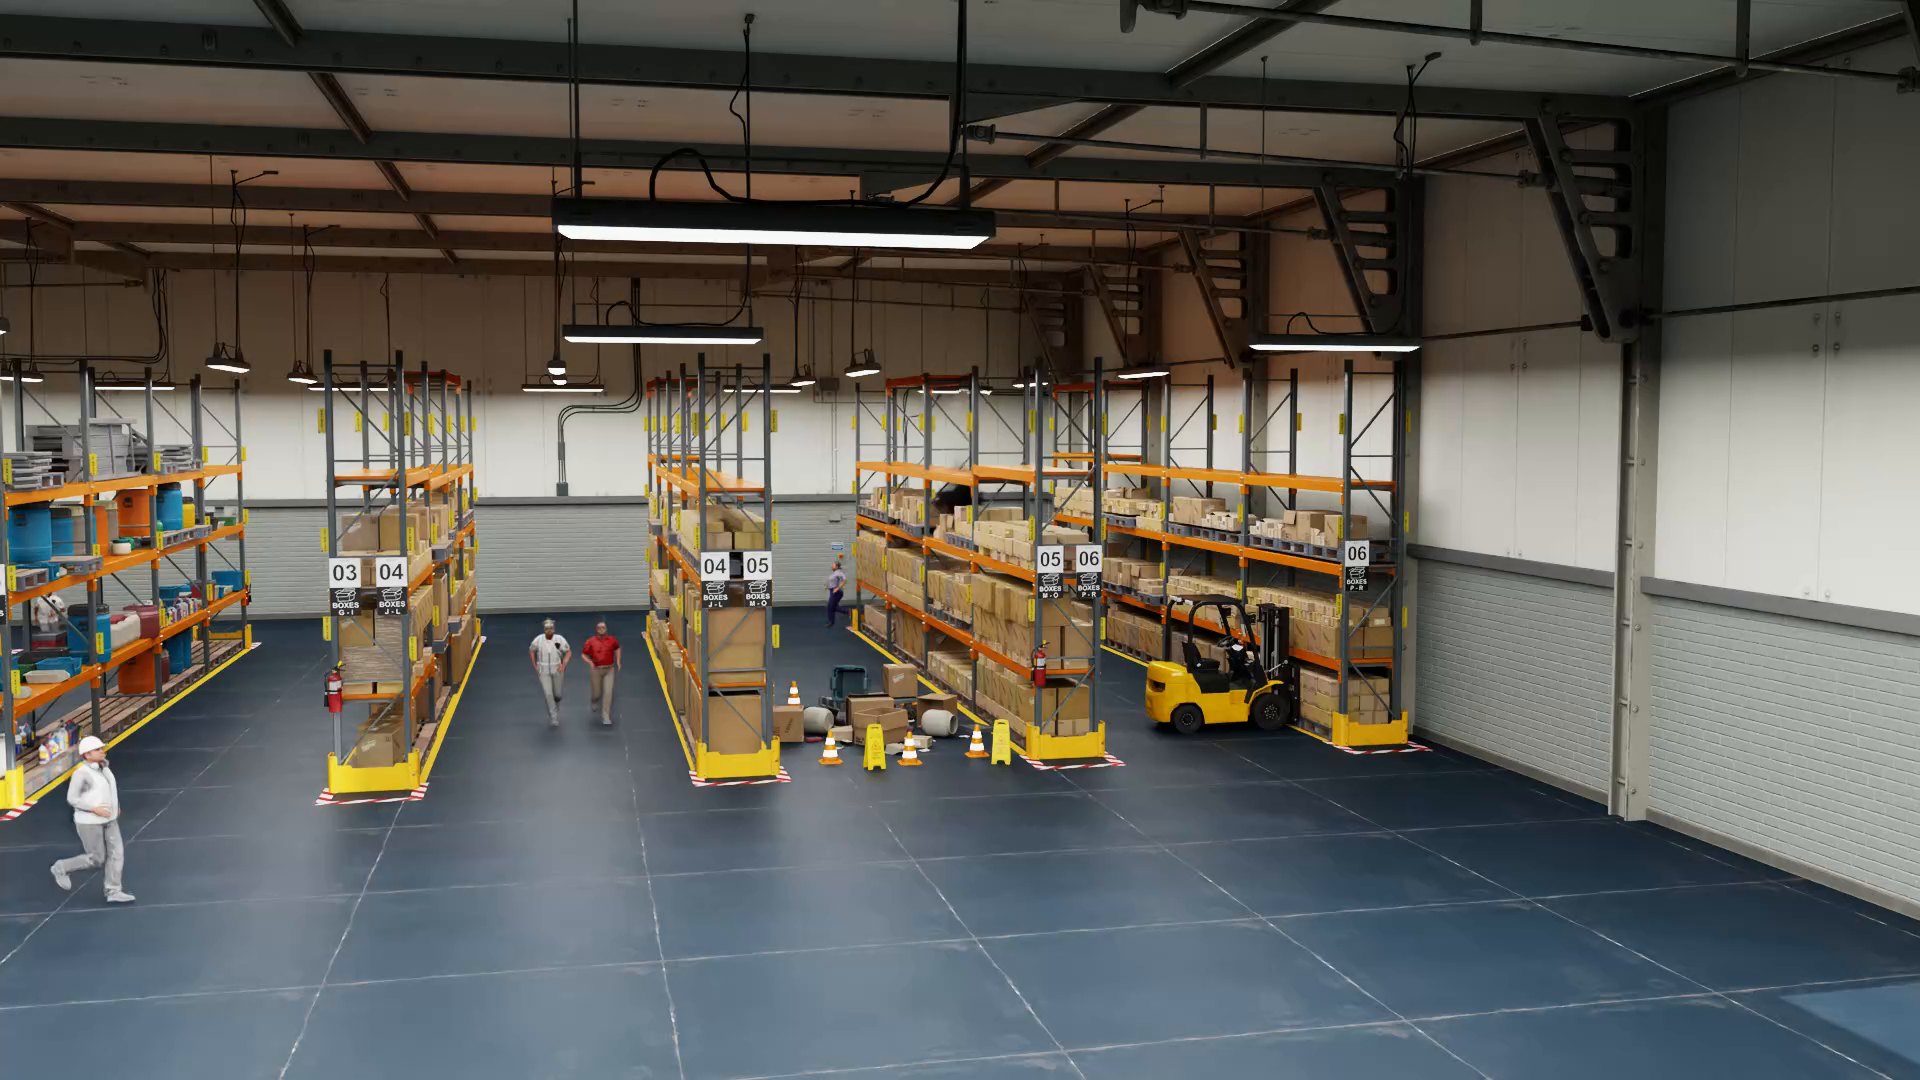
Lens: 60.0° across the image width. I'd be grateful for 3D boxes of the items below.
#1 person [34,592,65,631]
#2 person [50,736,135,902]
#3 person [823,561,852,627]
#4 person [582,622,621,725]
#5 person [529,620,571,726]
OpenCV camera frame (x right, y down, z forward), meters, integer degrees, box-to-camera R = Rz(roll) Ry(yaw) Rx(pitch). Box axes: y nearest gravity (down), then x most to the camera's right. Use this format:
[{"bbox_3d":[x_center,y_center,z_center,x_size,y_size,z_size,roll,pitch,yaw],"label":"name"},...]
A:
[{"bbox_3d":[-18.986,1.743,34.672,0.590,1.688,0.827,-2,4,-22],"label":"person"},{"bbox_3d":[-9.073,2.928,17.416,0.857,1.756,0.663,1,4,7],"label":"person"},{"bbox_3d":[-3.024,1.353,41.246,0.769,1.614,0.607,-1,4,-19],"label":"person"},{"bbox_3d":[-5.994,2.219,27.926,0.678,1.692,0.917,-2,4,-21],"label":"person"},{"bbox_3d":[-6.888,2.199,27.951,0.688,1.767,0.802,-1,4,-14],"label":"person"}]
